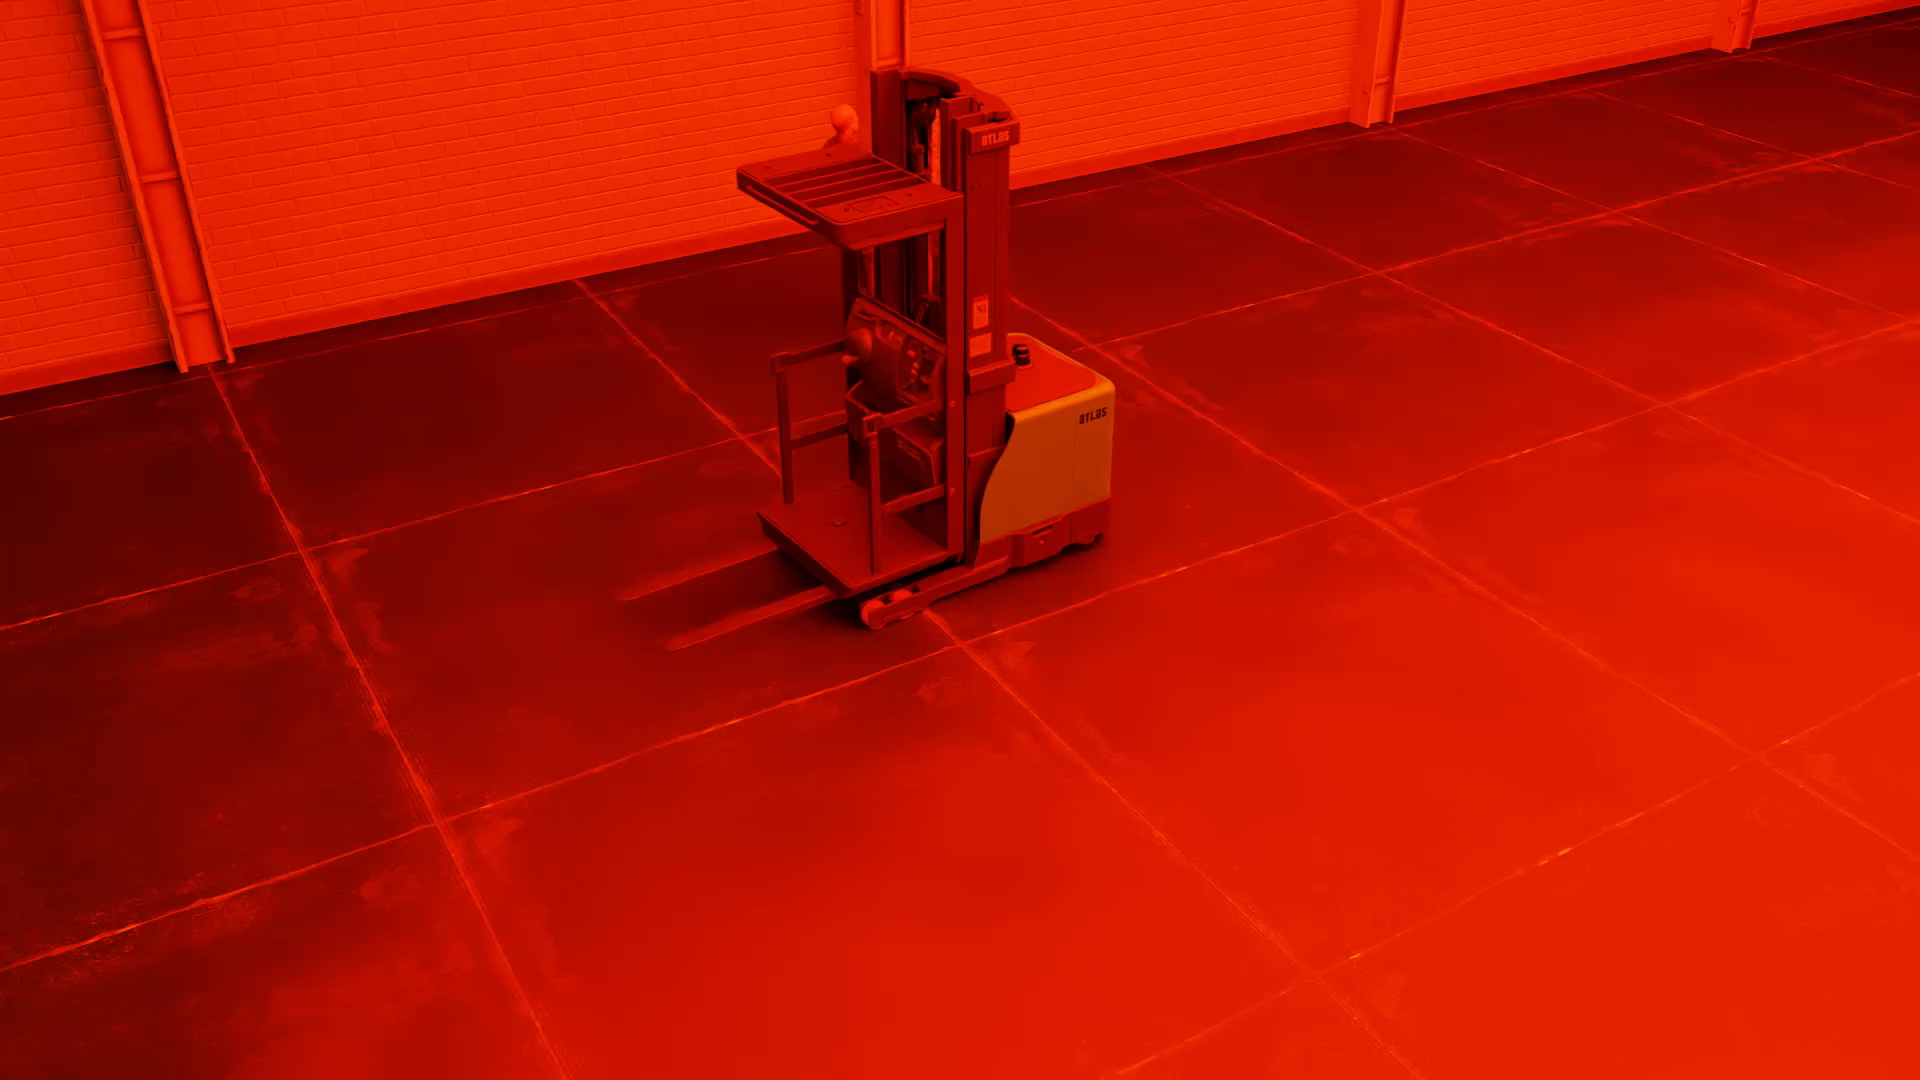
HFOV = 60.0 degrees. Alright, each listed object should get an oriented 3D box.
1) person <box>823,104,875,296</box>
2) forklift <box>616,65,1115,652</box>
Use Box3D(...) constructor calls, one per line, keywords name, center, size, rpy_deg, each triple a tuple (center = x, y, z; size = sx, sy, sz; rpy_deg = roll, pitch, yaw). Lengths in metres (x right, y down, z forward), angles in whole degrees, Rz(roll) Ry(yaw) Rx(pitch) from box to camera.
Box3D(name="person", center=(-0.718, -2.525, 12.973), size=(0.584, 1.775, 0.695), rpy_deg=(-14, 34, -22))
Box3D(name="forklift", center=(-0.546, -1.049, 9.398), size=(3.031, 2.935, 1.130), rpy_deg=(-20, 36, -30))
